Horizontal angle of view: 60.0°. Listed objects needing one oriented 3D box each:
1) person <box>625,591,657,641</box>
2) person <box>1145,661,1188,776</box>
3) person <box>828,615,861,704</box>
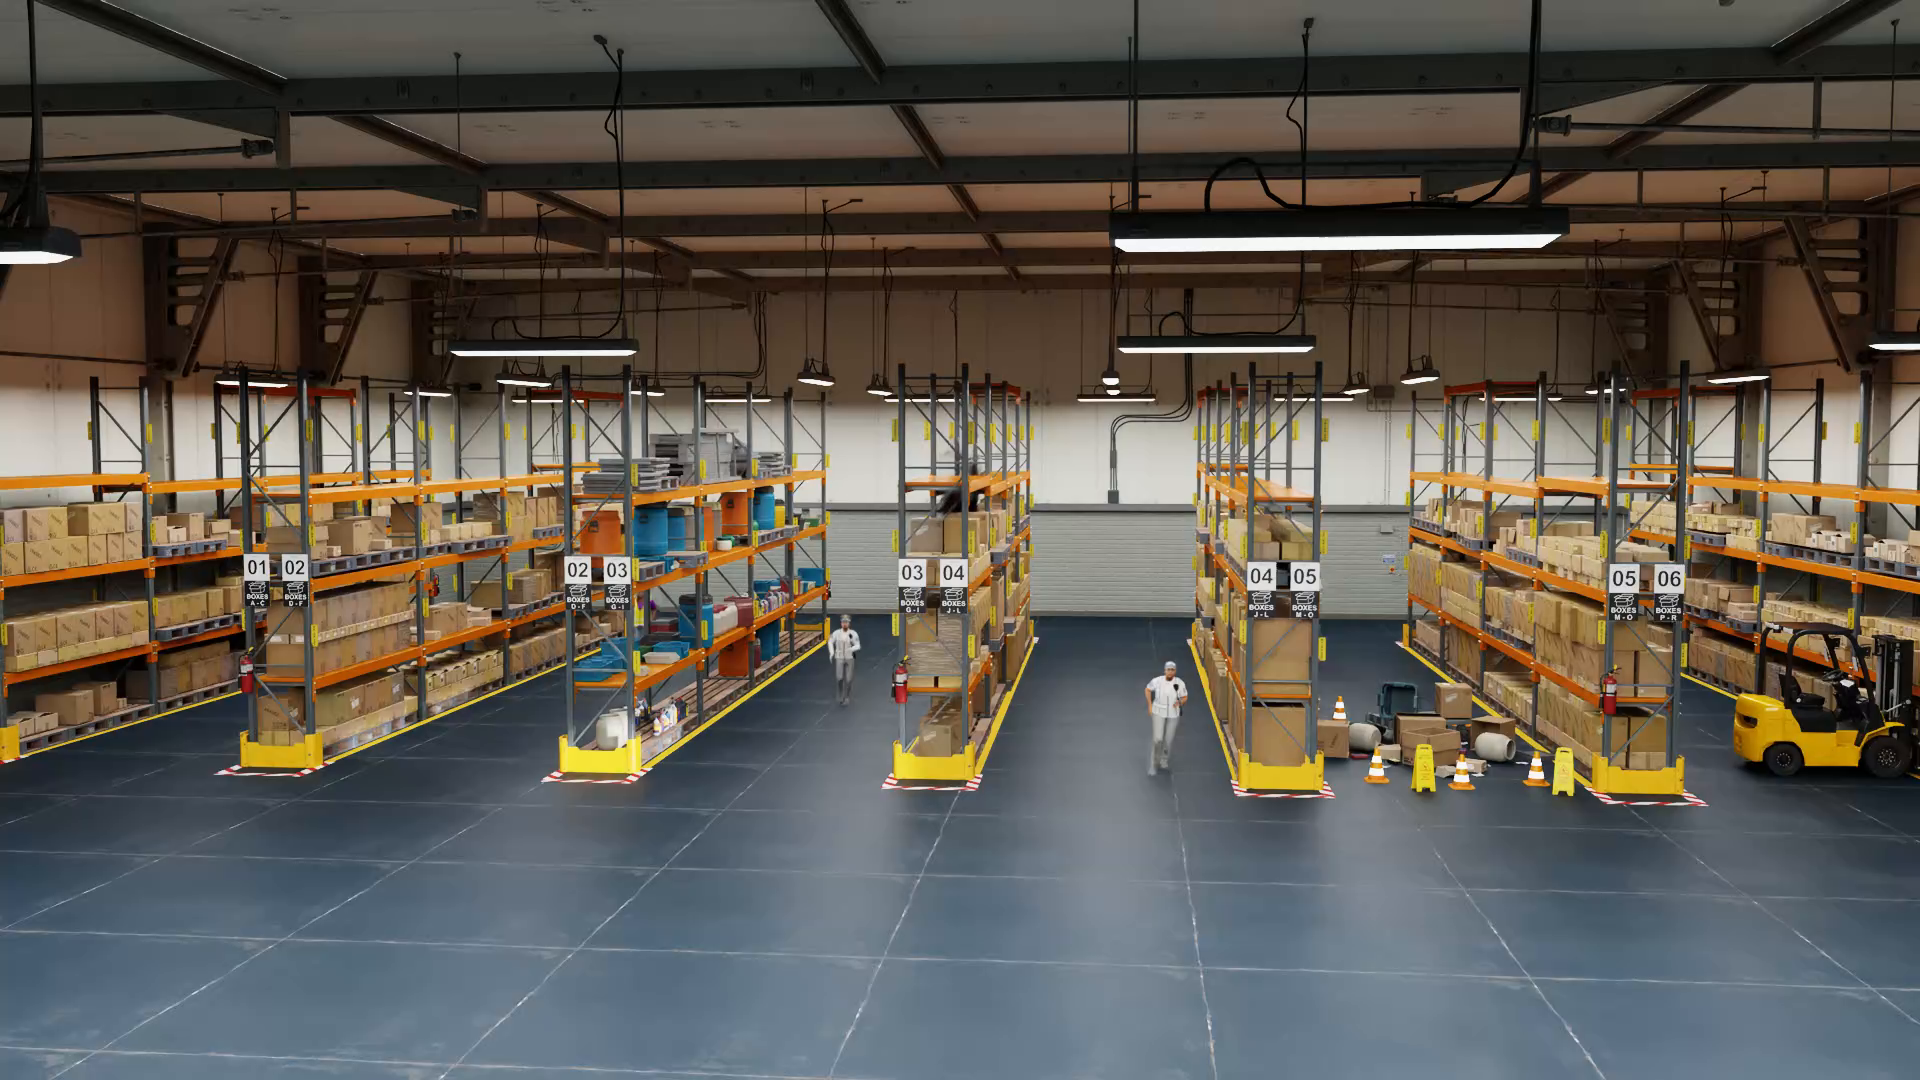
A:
[{"bbox_3d":[-6.815,1.861,35.449,0.647,1.778,0.717,0,4,-4],"label":"person"},{"bbox_3d":[3.053,2.627,24.519,0.603,1.702,0.706,0,4,-1],"label":"person"},{"bbox_3d":[-2.124,2.199,30.547,0.593,1.655,0.616,0,4,-4],"label":"person"}]
